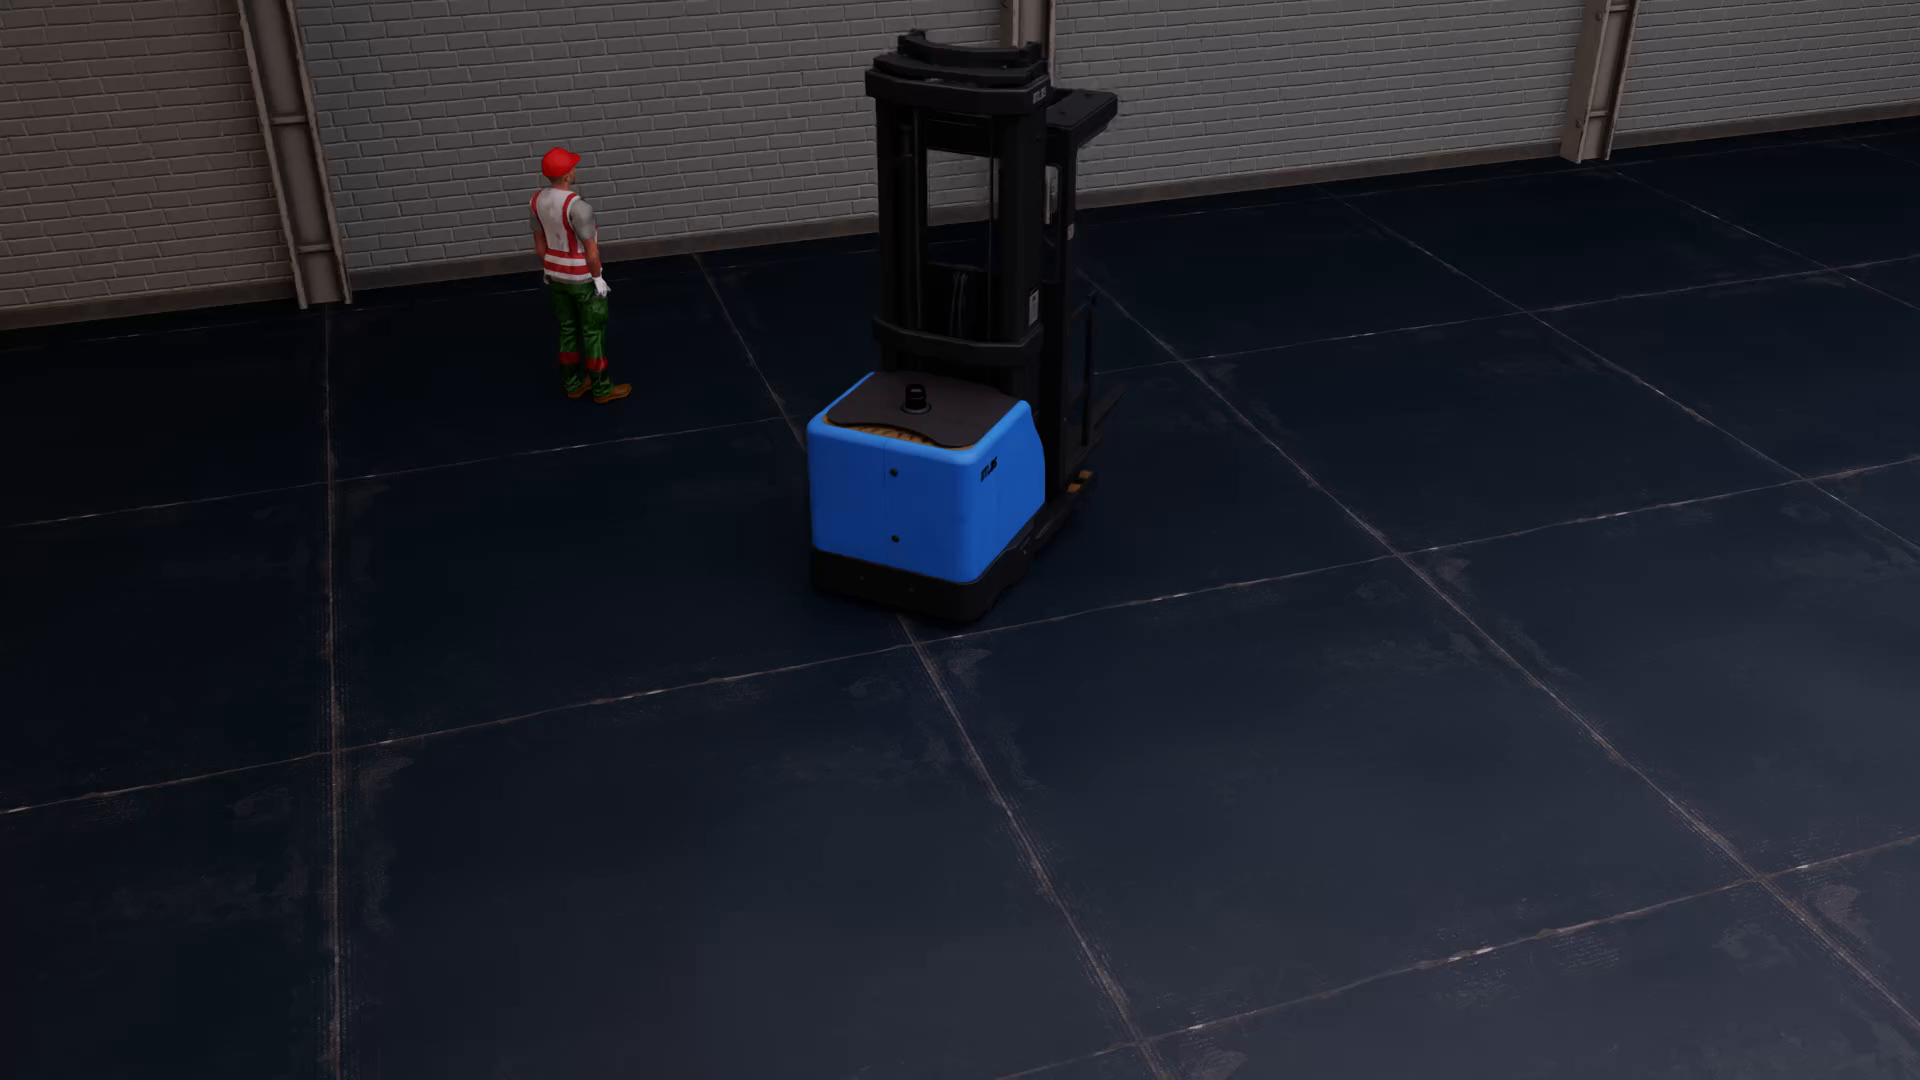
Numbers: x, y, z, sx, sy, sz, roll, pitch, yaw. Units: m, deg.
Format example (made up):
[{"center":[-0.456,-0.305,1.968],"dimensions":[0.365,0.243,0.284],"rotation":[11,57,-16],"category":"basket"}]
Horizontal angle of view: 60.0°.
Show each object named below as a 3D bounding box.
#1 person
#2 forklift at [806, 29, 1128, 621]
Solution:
[{"center":[-2.624,-1.810,11.378],"dimensions":[0.529,1.795,0.369],"rotation":[15,33,24],"category":"person"},{"center":[0.222,-1.539,9.762],"dimensions":[1.130,2.935,3.031],"rotation":[13,32,21],"category":"forklift"}]
